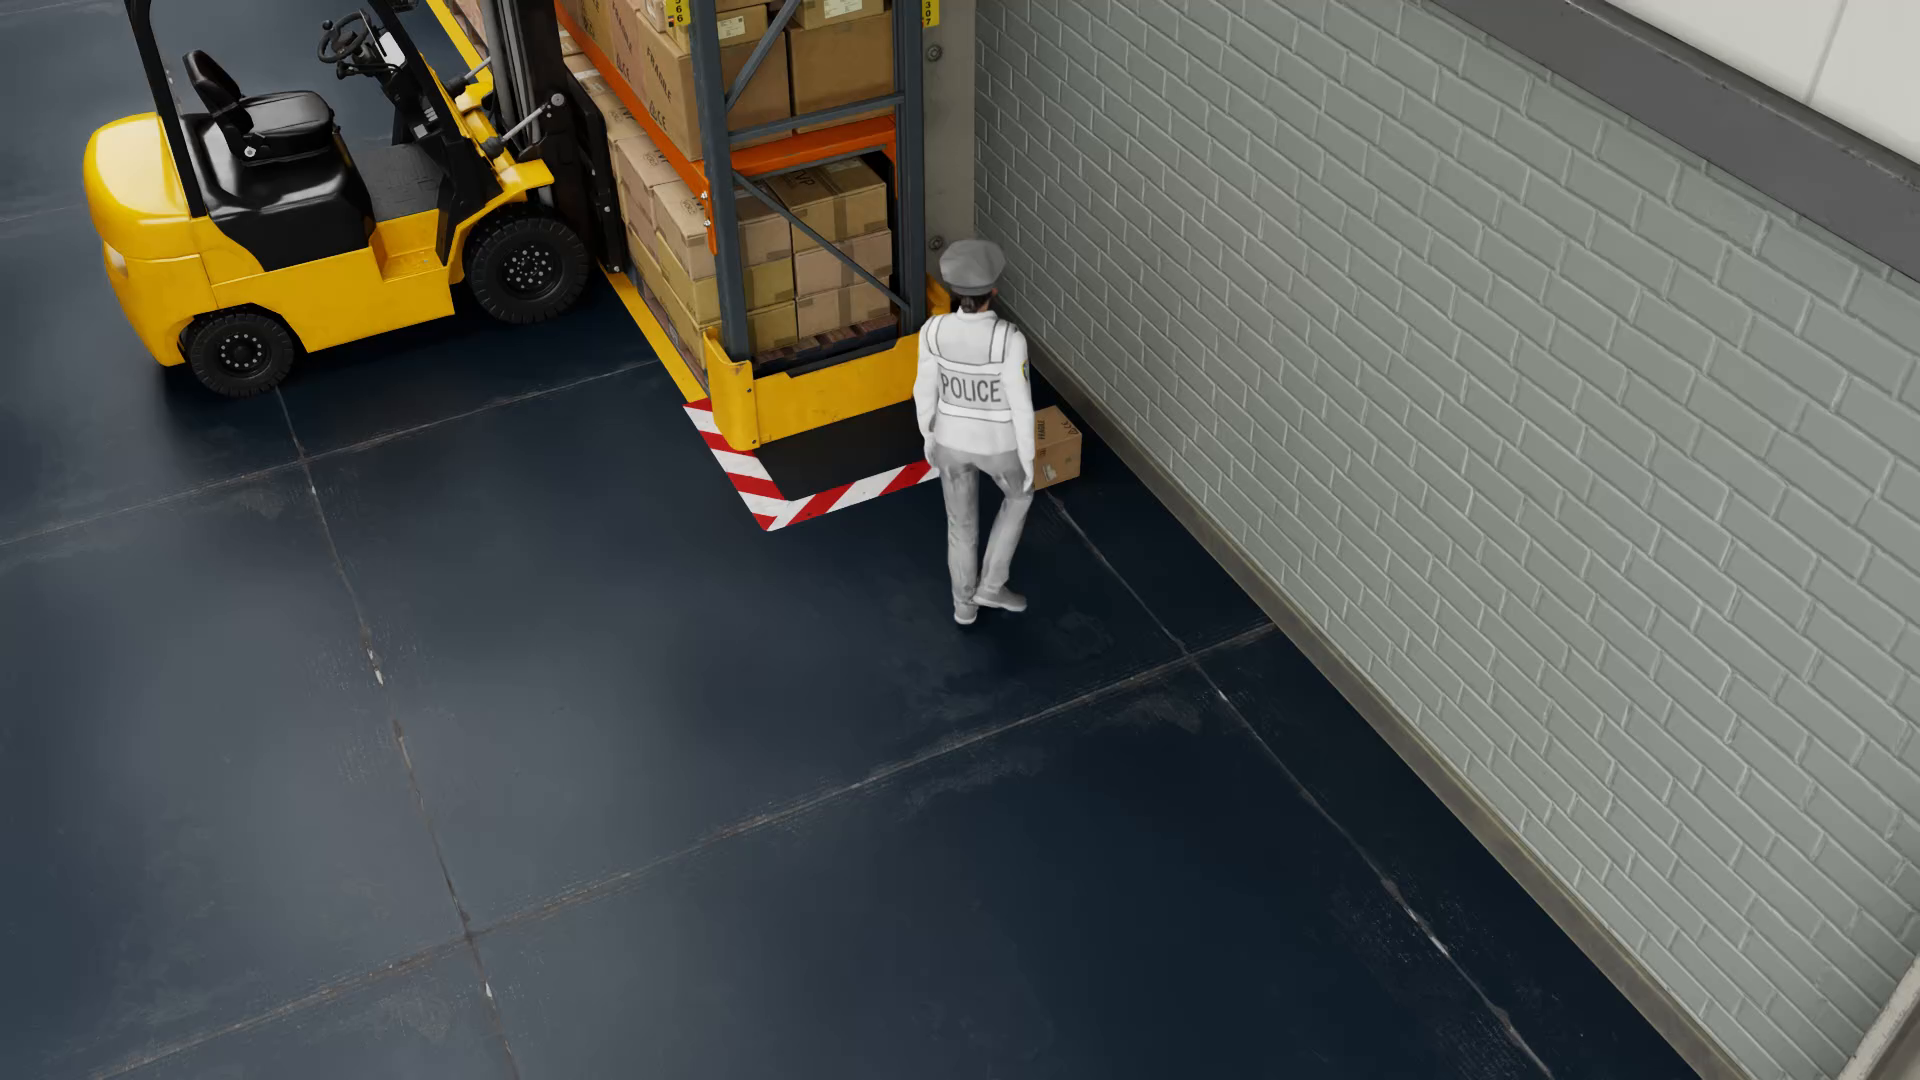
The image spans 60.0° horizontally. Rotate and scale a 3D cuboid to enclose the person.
[{"bbox_3d":[0.057,-0.370,6.551,0.509,1.667,0.449,9,42,11],"label":"person"}]
